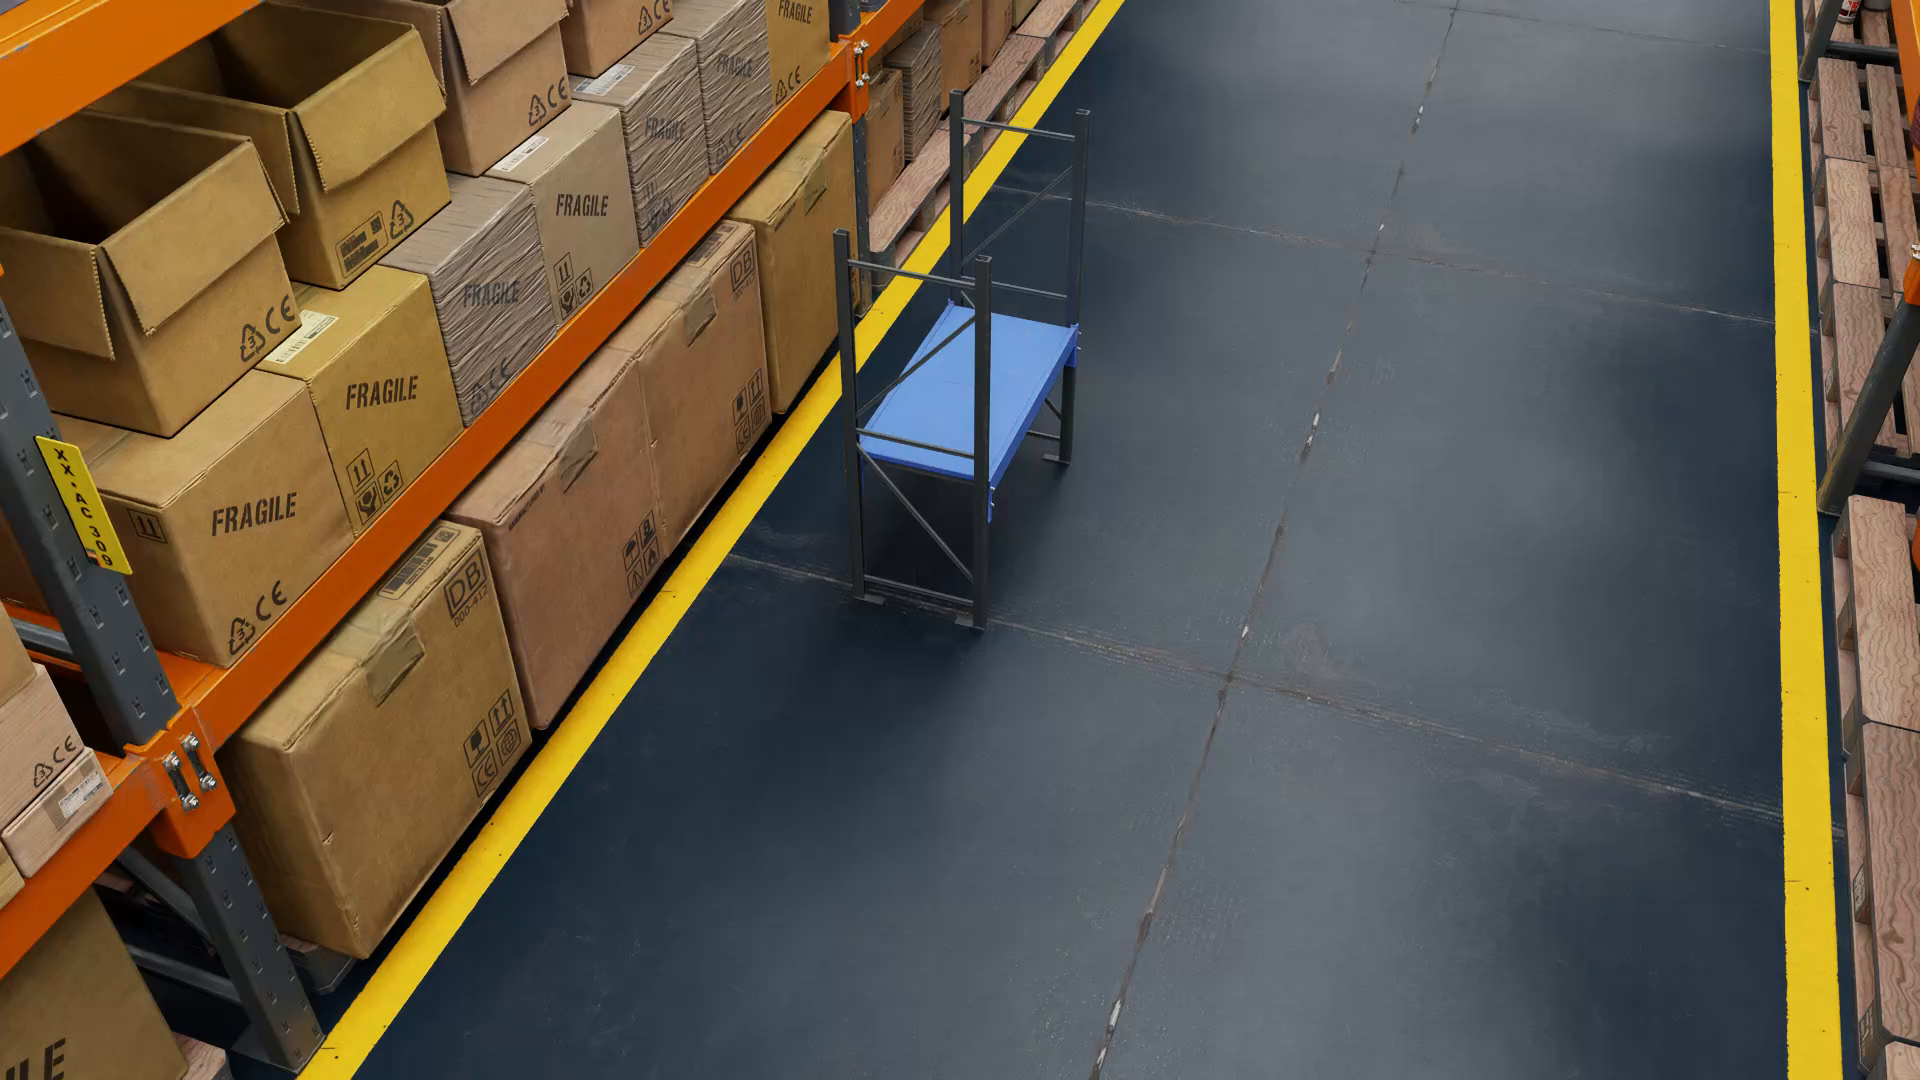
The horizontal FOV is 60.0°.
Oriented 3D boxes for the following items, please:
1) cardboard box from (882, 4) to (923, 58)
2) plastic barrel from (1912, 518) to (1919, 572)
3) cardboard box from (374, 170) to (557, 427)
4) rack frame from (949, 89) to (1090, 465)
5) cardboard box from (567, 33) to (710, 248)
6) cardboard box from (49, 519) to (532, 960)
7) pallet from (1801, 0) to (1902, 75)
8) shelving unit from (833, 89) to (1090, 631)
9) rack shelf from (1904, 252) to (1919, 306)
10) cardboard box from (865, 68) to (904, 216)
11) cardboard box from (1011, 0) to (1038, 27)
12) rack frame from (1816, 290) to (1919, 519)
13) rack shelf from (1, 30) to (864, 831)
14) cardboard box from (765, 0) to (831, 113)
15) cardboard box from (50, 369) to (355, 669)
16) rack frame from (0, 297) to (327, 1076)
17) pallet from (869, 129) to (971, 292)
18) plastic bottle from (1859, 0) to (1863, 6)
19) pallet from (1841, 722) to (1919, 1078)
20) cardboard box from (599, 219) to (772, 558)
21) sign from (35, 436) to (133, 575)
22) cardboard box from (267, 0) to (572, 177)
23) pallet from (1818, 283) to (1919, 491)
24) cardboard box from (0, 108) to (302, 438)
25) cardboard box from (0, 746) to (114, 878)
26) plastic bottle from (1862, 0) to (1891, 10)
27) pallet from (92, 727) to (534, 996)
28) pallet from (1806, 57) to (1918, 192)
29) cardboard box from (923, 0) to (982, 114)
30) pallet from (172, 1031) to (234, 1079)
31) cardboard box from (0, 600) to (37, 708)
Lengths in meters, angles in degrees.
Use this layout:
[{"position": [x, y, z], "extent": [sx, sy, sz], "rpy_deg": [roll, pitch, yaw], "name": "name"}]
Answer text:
[{"position": [-0.511, -2.510, 7.890], "extent": [0.500, 0.250, 0.500], "rpy_deg": [18, 44, 20], "name": "cardboard box"}, {"position": [3.620, -0.200, 5.521], "extent": [0.600, 0.830, 0.708], "rpy_deg": [13, 42, 15], "name": "plastic barrel"}, {"position": [-1.516, -0.702, 4.685], "extent": [0.500, 0.500, 0.500], "rpy_deg": [12, 42, 14], "name": "cardboard box"}, {"position": [0.203, -0.933, 6.188], "extent": [0.500, 1.500, 0.032], "rpy_deg": [13, 42, 15], "name": "rack frame"}, {"position": [-1.170, -1.329, 5.419], "extent": [0.500, 0.500, 0.500], "rpy_deg": [12, 42, 14], "name": "cardboard box"}, {"position": [-2.051, 0.426, 4.753], "extent": [1.225, 0.875, 0.875], "rpy_deg": [13, 42, 15], "name": "cardboard box"}, {"position": [5.408, -2.947, 9.541], "extent": [1.003, 0.211, 1.213], "rpy_deg": [13, 42, 15], "name": "pallet"}, {"position": [0.029, -0.623, 5.824], "extent": [0.538, 1.500, 1.048], "rpy_deg": [13, 42, 15], "name": "shelving unit"}, {"position": [3.087, 0.326, 4.111], "extent": [1.077, 0.370, 4.000], "rpy_deg": [13, 42, 15], "name": "rack shelf"}, {"position": [-0.673, -1.896, 7.749], "extent": [0.700, 0.500, 0.500], "rpy_deg": [11, 42, 13], "name": "cardboard box"}, {"position": [0.074, -3.267, 9.355], "extent": [0.700, 0.500, 0.500], "rpy_deg": [13, 42, 15], "name": "cardboard box"}, {"position": [3.771, -1.168, 5.308], "extent": [1.000, 3.000, 0.127], "rpy_deg": [13, 42, 15], "name": "rack frame"}, {"position": [-1.567, -0.773, 5.400], "extent": [1.077, 0.370, 4.000], "rpy_deg": [13, 42, 15], "name": "rack shelf"}, {"position": [-0.819, -1.949, 6.146], "extent": [0.500, 0.500, 0.500], "rpy_deg": [15, 43, 16], "name": "cardboard box"}, {"position": [-1.859, -0.090, 3.968], "extent": [0.500, 0.500, 0.500], "rpy_deg": [13, 42, 15], "name": "cardboard box"}, {"position": [-2.251, 0.173, 3.736], "extent": [1.000, 3.000, 0.127], "rpy_deg": [13, 42, 15], "name": "rack frame"}, {"position": [-0.615, -1.682, 8.059], "extent": [1.003, 0.211, 1.213], "rpy_deg": [13, 42, 15], "name": "pallet"}, {"position": [5.088, -3.224, 9.419], "extent": [0.144, 0.351, 0.185], "rpy_deg": [12, 42, 14], "name": "plastic bottle"}, {"position": [3.122, 1.125, 4.769], "extent": [1.003, 0.211, 1.213], "rpy_deg": [13, 42, 15], "name": "pallet"}, {"position": [-1.451, -0.660, 6.026], "extent": [1.225, 0.875, 0.875], "rpy_deg": [13, 42, 15], "name": "cardboard box"}, {"position": [-1.729, -0.064, 3.287], "extent": [0.100, 0.325, 0.005], "rpy_deg": [13, 42, 15], "name": "sign"}, {"position": [-1.597, -1.437, 4.773], "extent": [0.797, 0.503, 0.637], "rpy_deg": [15, 43, 16], "name": "cardboard box"}, {"position": [4.072, -0.571, 6.756], "extent": [1.003, 0.211, 1.213], "rpy_deg": [13, 42, 15], "name": "pallet"}, {"position": [-2.040, -0.638, 3.837], "extent": [0.797, 0.503, 0.637], "rpy_deg": [12, 42, 14], "name": "cardboard box"}, {"position": [-2.048, 0.527, 3.515], "extent": [0.380, 0.149, 0.250], "rpy_deg": [14, 42, 15], "name": "cardboard box"}, {"position": [5.224, -3.192, 9.382], "extent": [0.144, 0.351, 0.185], "rpy_deg": [13, 42, 15], "name": "plastic bottle"}, {"position": [-2.058, 0.746, 5.213], "extent": [1.003, 0.211, 1.213], "rpy_deg": [13, 42, 15], "name": "pallet"}, {"position": [4.907, -2.059, 8.501], "extent": [1.003, 0.211, 1.213], "rpy_deg": [13, 42, 15], "name": "pallet"}, {"position": [-0.308, -2.585, 8.556], "extent": [0.700, 0.500, 0.500], "rpy_deg": [17, 43, 19], "name": "cardboard box"}, {"position": [-2.585, 1.680, 4.118], "extent": [1.003, 0.211, 1.213], "rpy_deg": [13, 42, 15], "name": "pallet"}, {"position": [-2.157, 0.171, 3.047], "extent": [0.500, 0.500, 0.500], "rpy_deg": [14, 43, 16], "name": "cardboard box"}]
